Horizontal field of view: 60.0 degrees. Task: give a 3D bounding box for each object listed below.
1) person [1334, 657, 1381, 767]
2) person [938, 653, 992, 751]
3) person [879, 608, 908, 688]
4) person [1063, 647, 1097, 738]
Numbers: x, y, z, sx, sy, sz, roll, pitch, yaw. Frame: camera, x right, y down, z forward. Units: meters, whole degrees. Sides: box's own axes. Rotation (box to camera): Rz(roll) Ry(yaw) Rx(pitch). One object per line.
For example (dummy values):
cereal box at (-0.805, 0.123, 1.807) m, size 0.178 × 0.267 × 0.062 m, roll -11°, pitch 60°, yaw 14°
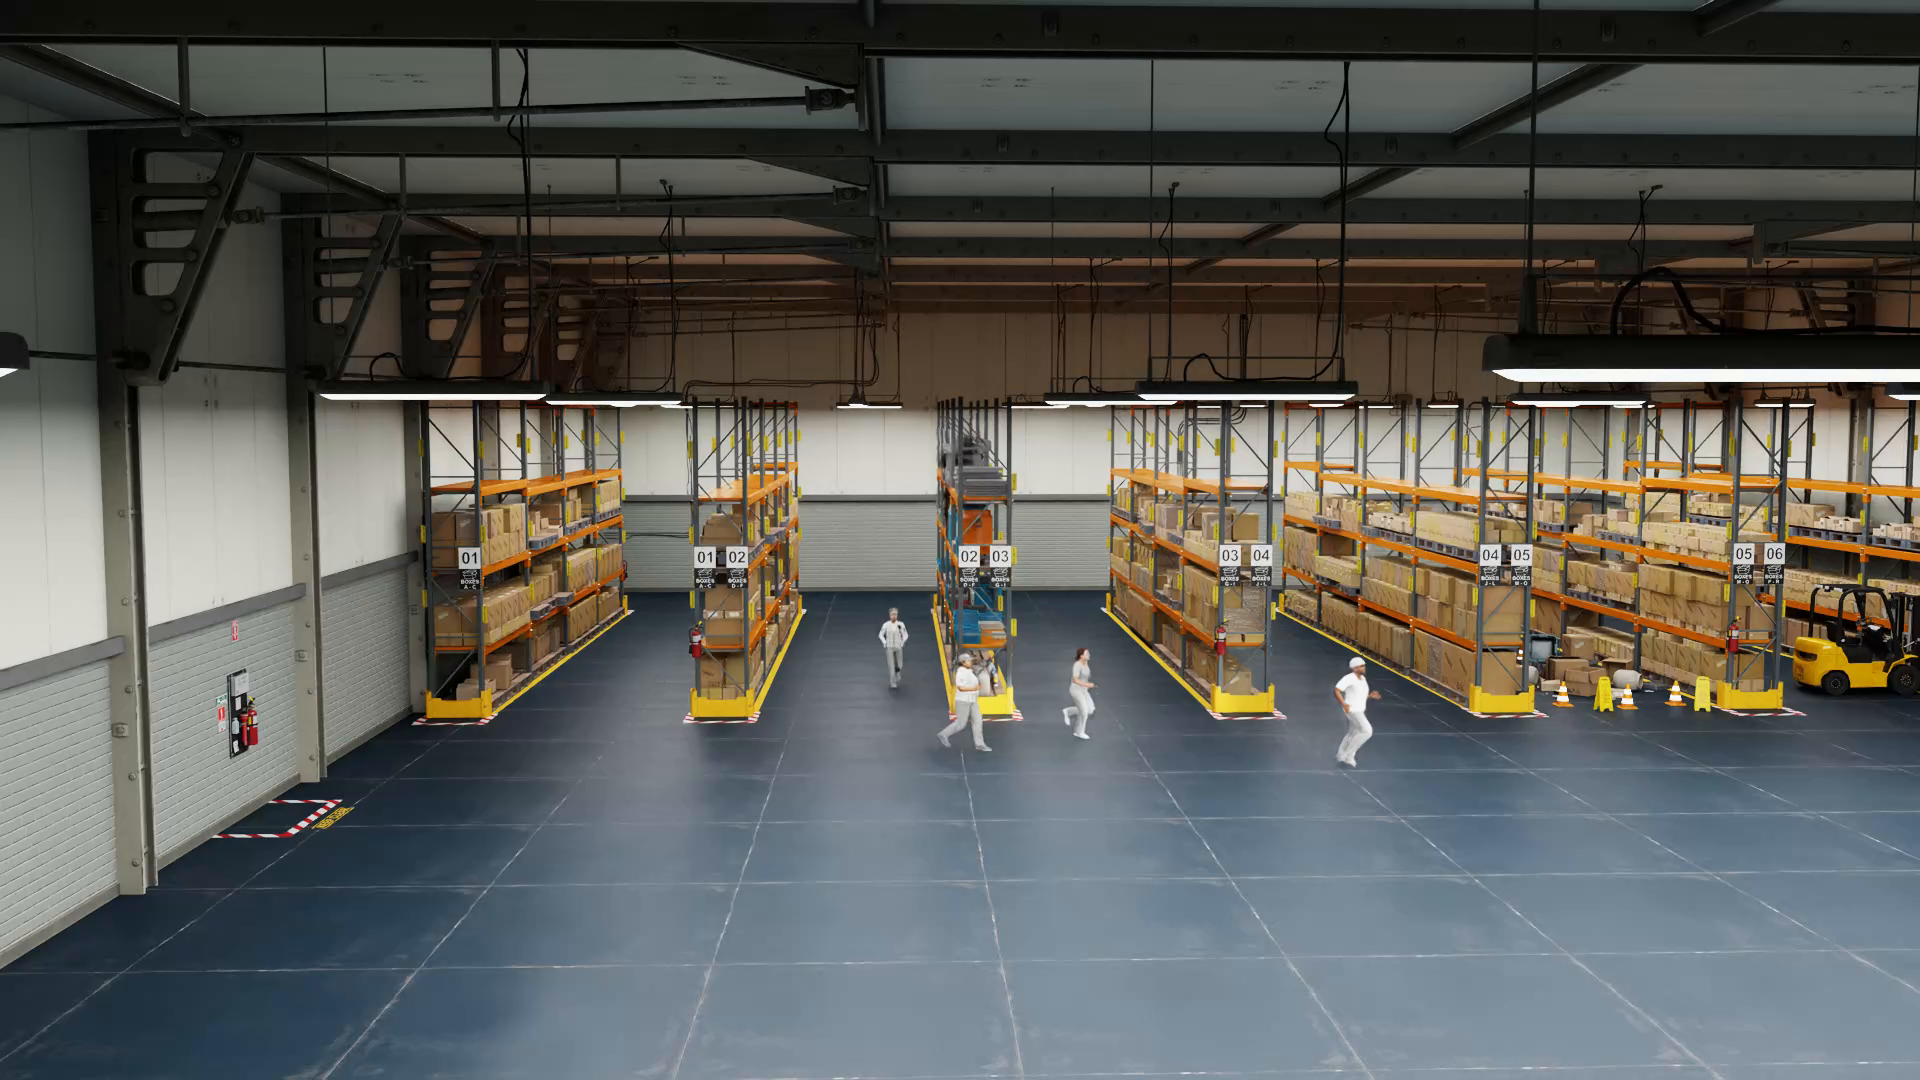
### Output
person at (6.441, 2.776, 26.909) m, size 0.679 × 1.767 × 0.668 m, roll 2°, pitch 5°, yaw 29°
person at (0.092, 2.725, 27.968) m, size 0.922 × 1.644 × 0.613 m, roll 2°, pitch 5°, yaw 23°
person at (-1.382, 2.227, 34.576) m, size 0.614 × 1.647 × 0.560 m, roll 0°, pitch 4°, yaw -6°
person at (2.117, 2.676, 29.202) m, size 0.652 × 1.623 × 0.601 m, roll 2°, pitch 5°, yaw 27°
